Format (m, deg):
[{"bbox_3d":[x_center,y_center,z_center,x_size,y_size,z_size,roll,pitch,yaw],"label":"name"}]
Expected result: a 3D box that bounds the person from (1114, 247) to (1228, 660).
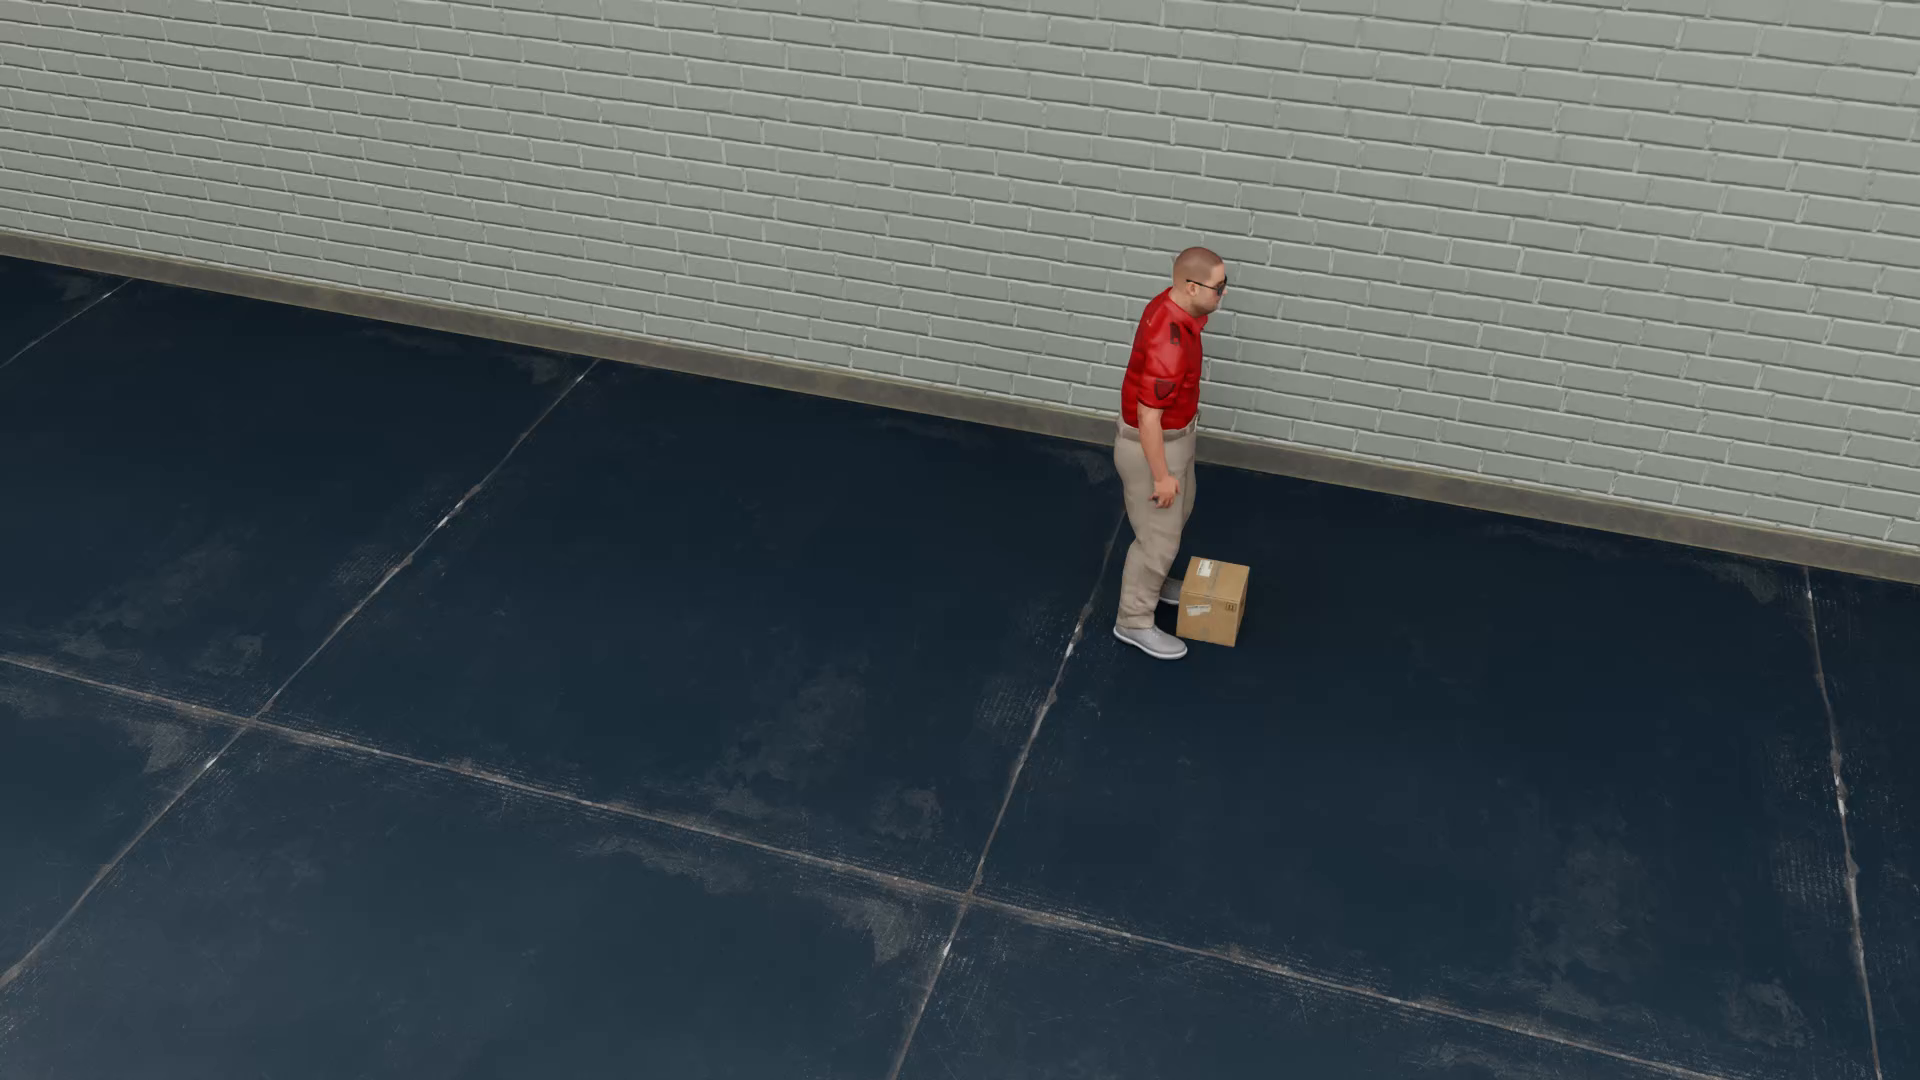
[{"bbox_3d":[0.827,-0.376,6.664,0.395,1.726,0.601,8,38,11],"label":"person"}]
